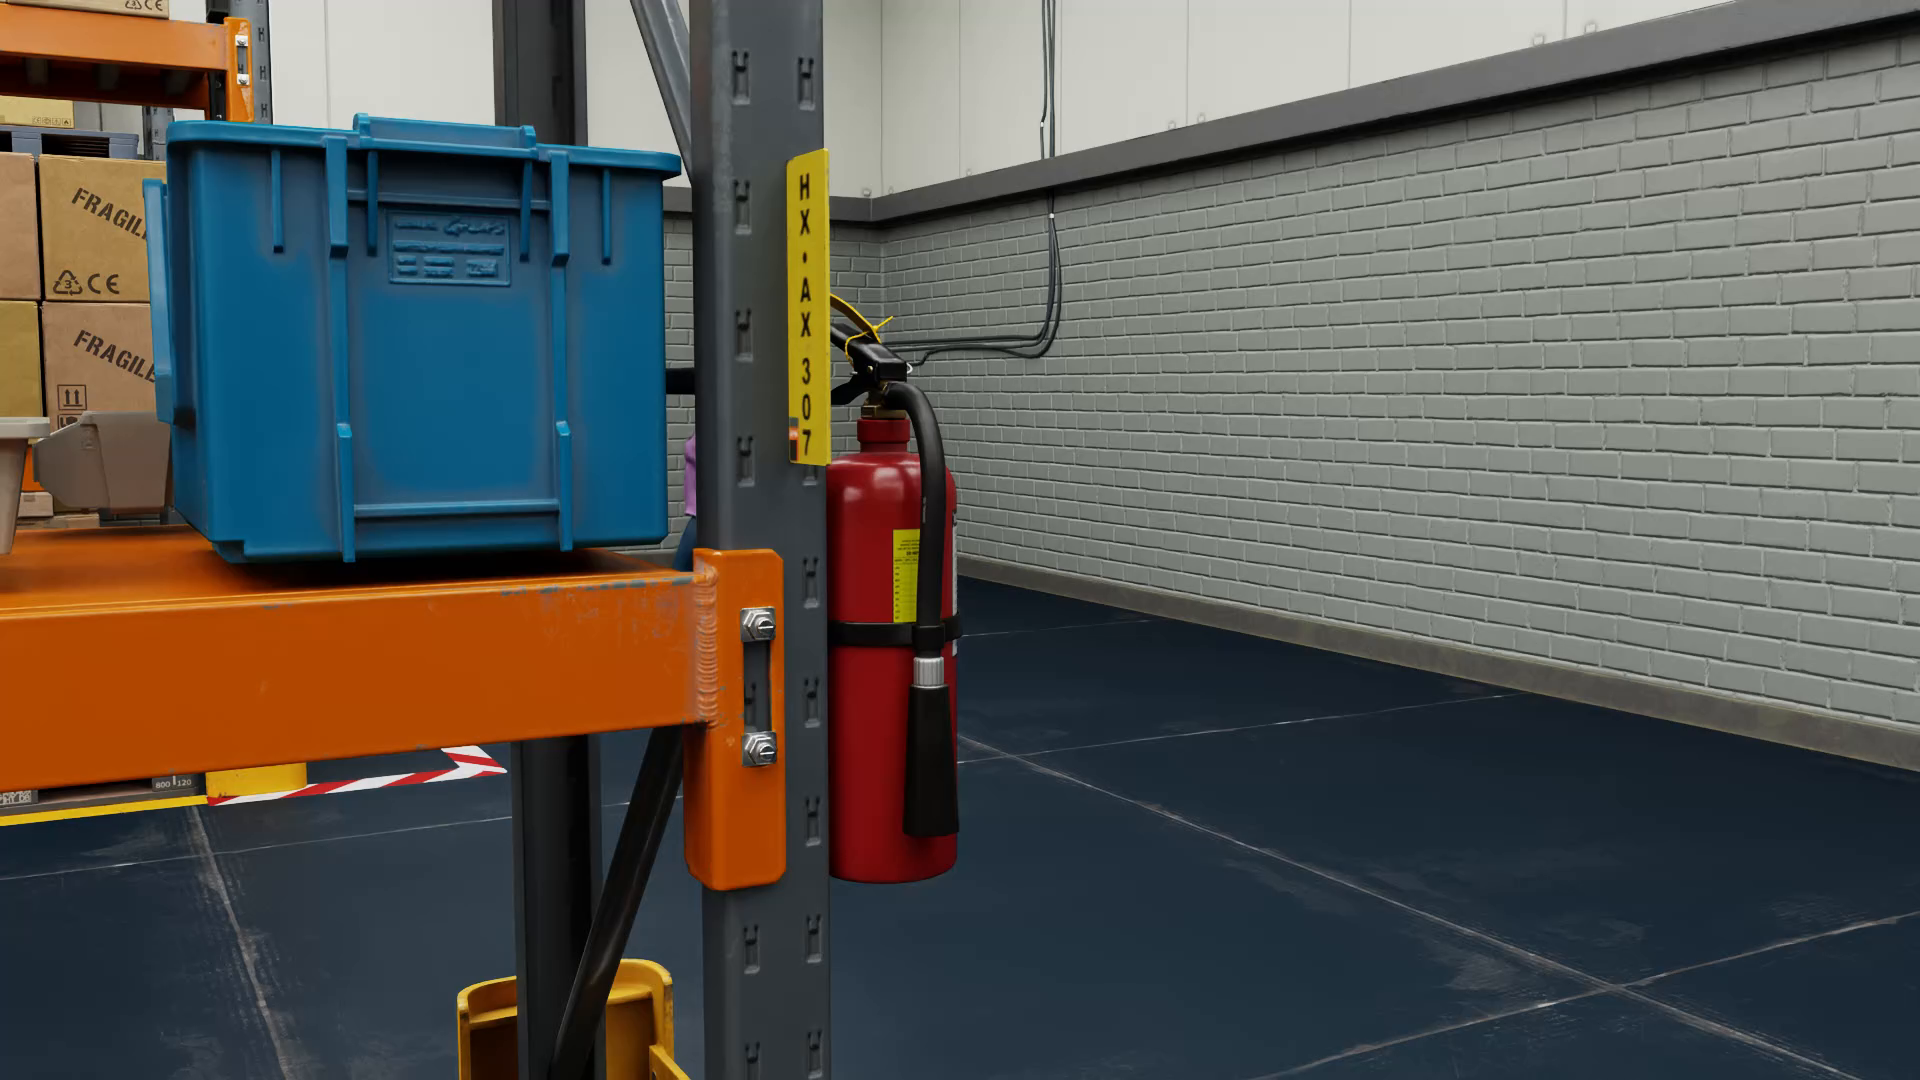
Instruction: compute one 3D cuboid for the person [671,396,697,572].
[{"bbox_3d":[-1.337,-0.098,8.776,0.401,1.603,0.452,-1,5,-7],"label":"person"}]
